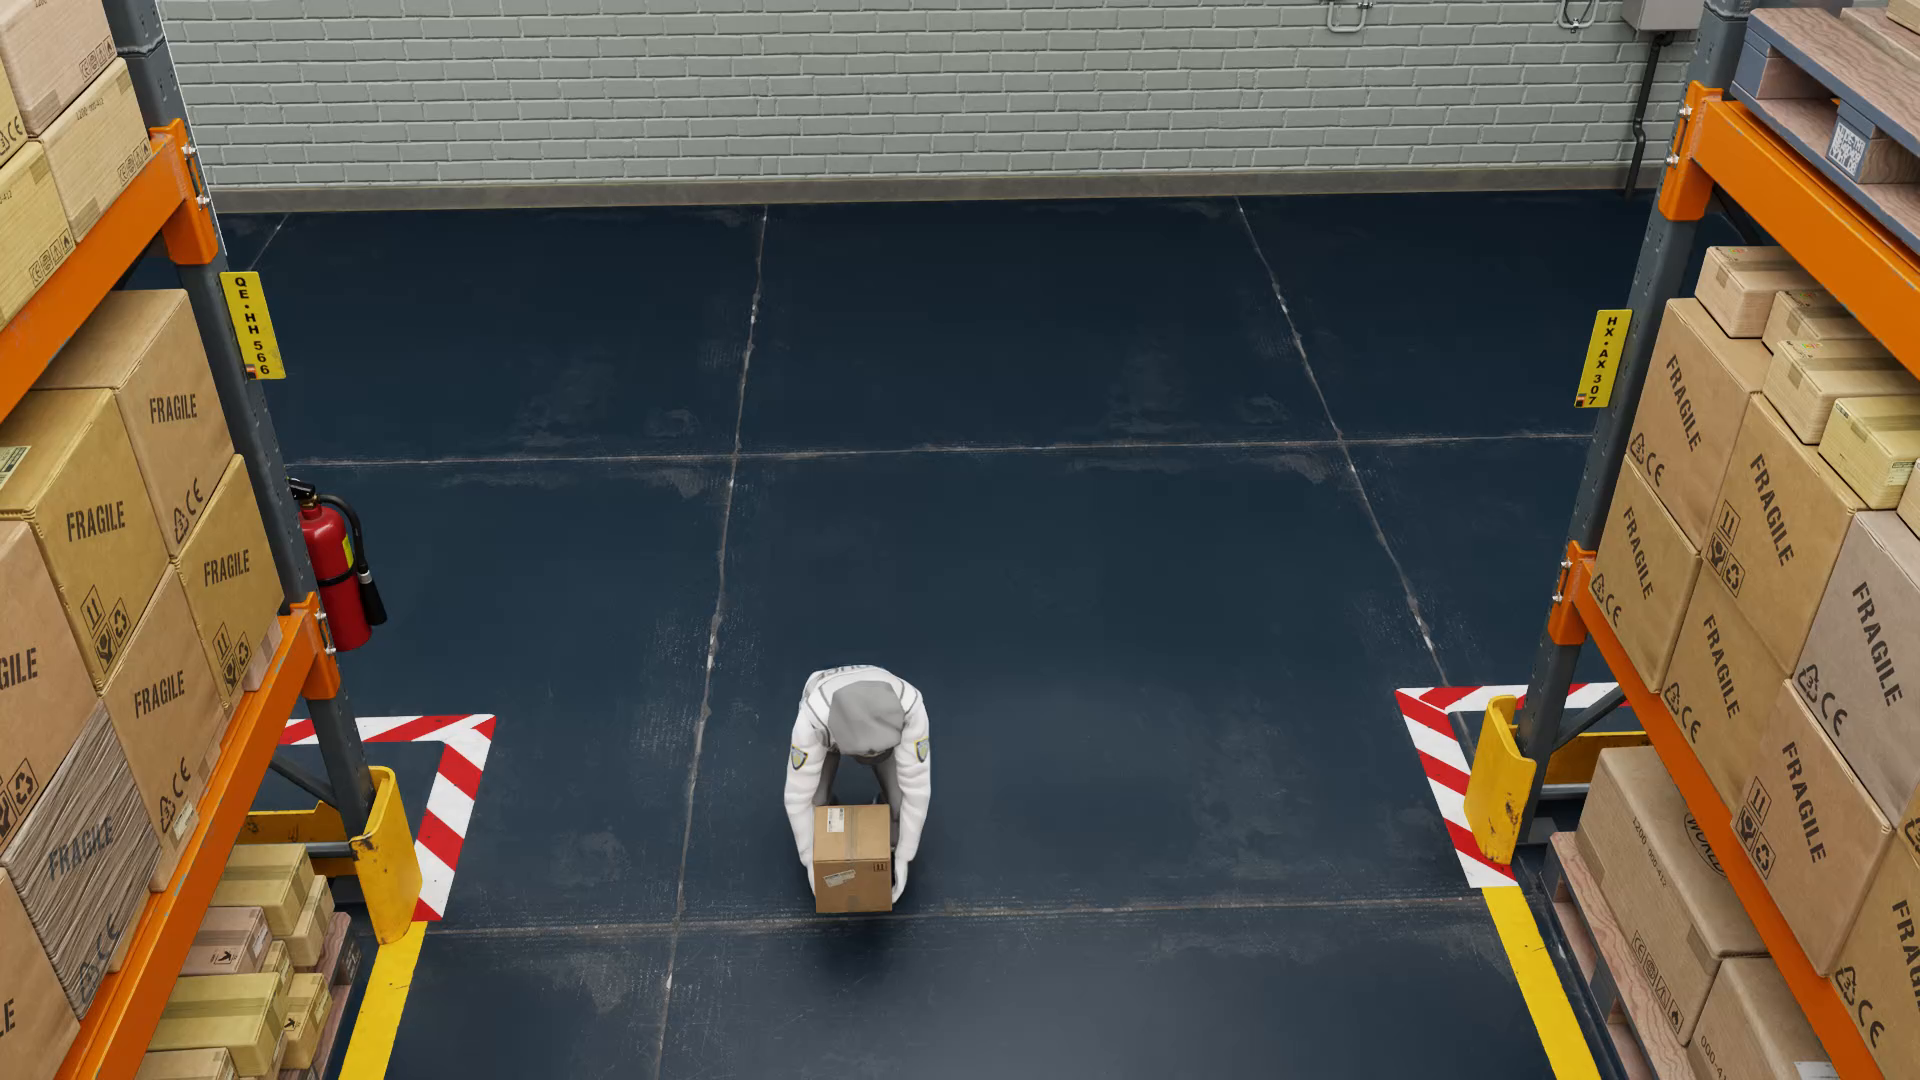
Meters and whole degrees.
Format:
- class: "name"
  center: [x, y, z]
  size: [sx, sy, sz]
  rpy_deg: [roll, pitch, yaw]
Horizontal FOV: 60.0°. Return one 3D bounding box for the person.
- class: "person"
  center: [-0.353, 0.736, 5.724]
  size: [0.495, 0.964, 0.824]
  rpy_deg: [-2, 35, -2]
